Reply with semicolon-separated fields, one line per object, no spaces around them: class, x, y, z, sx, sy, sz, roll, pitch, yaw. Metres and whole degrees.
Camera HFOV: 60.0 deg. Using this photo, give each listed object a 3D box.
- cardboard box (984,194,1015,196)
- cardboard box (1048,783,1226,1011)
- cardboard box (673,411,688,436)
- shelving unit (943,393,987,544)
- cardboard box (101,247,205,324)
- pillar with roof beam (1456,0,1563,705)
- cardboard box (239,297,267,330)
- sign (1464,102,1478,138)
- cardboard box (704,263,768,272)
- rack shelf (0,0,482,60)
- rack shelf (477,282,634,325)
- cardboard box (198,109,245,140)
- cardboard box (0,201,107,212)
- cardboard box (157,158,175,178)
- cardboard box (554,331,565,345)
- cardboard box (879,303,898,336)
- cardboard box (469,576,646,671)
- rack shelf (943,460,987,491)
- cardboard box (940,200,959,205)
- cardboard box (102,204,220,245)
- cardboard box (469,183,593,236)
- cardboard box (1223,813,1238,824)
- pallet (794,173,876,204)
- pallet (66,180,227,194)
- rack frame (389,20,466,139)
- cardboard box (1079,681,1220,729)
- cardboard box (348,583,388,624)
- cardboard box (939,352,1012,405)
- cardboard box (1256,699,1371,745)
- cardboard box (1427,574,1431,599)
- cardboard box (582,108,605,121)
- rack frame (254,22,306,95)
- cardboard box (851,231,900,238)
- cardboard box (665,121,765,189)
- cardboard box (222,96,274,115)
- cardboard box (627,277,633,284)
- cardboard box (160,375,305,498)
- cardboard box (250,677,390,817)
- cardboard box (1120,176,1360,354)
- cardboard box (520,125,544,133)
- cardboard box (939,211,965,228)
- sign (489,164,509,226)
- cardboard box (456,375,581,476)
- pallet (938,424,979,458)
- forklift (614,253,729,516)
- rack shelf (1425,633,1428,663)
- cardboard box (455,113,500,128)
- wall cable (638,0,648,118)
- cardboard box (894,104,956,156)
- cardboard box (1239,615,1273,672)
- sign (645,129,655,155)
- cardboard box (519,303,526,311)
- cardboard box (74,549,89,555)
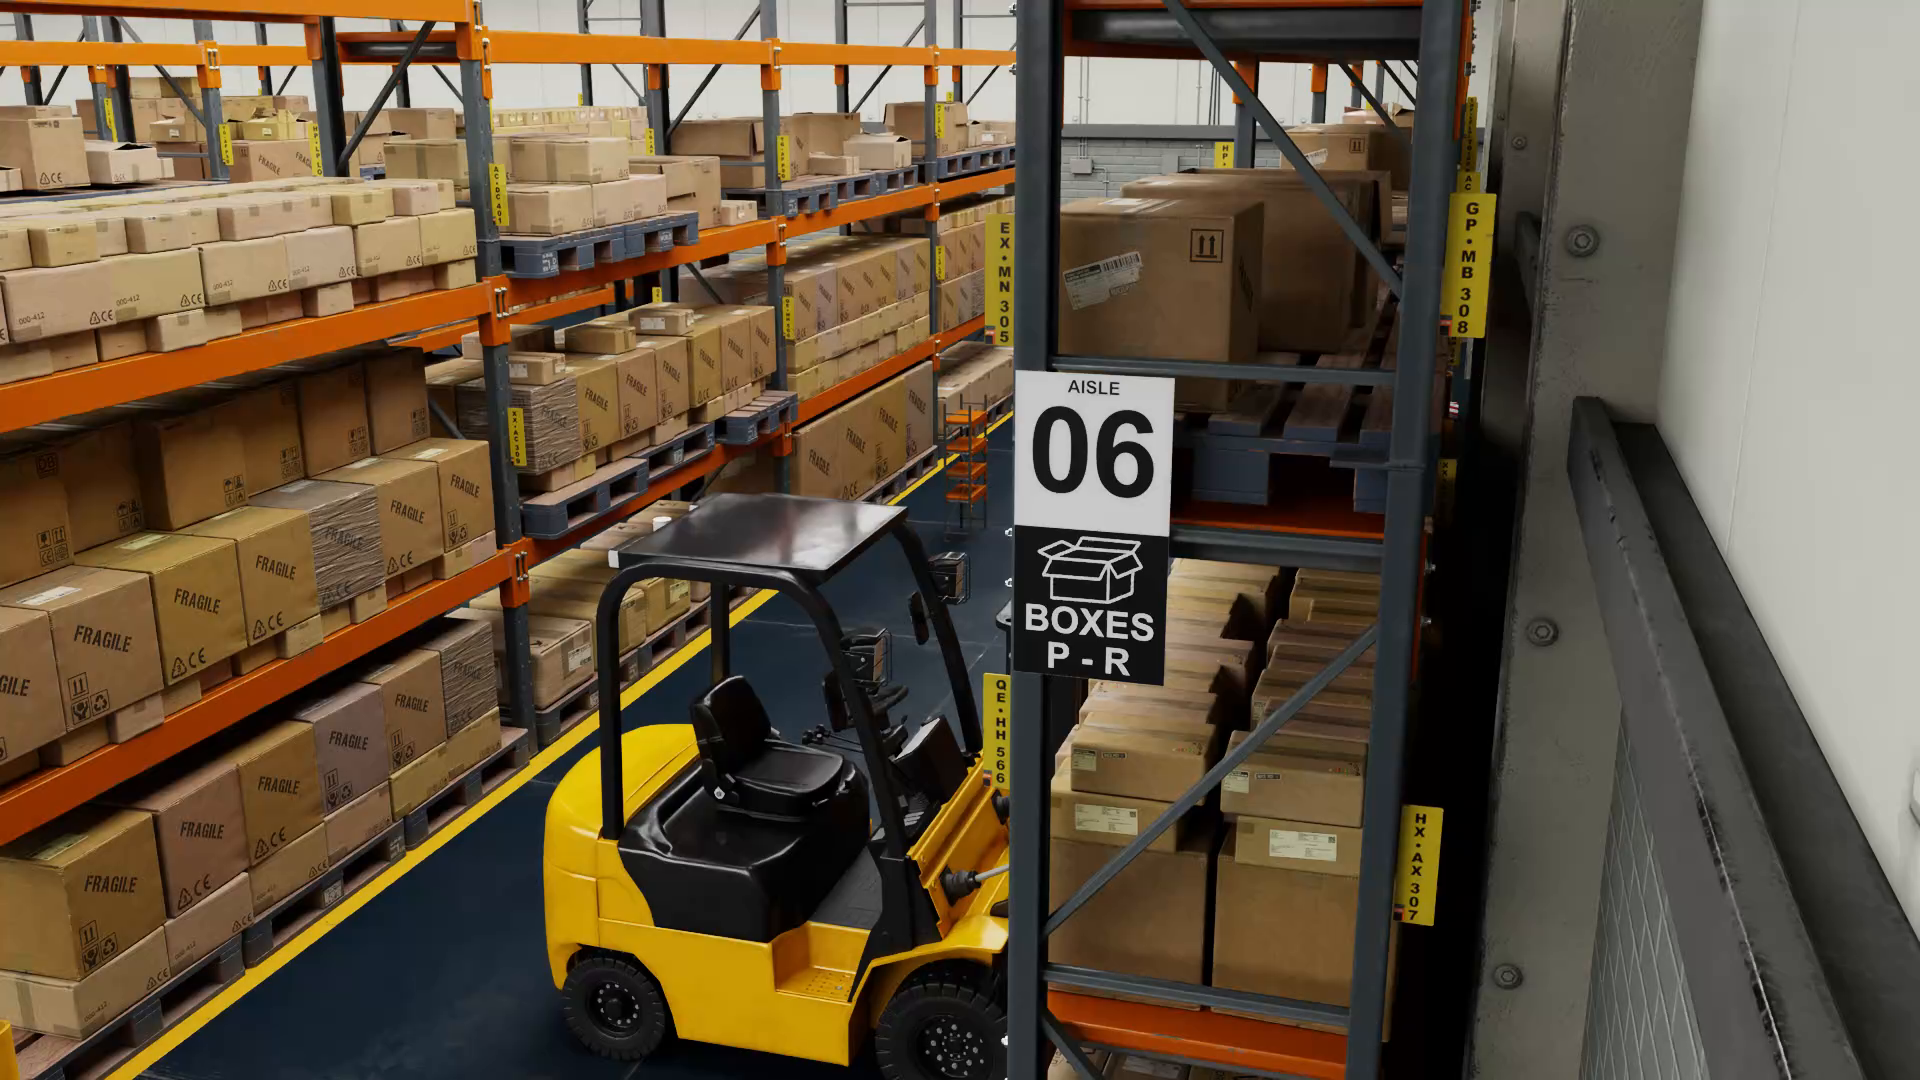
cardboard box;0.504;-4.070;19.977;0.380;0.149;0.250;5;17;17
cardboard box;0.515;1.035;5.002;0.500;0.500;0.500;4;16;15
cardboard box;-2.092;-0.811;11.382;0.380;0.149;0.250;4;16;14
shelving unit;0.047;-0.621;14.318;0.258;1.200;0.503;5;16;16
cardboard box;-3.459;-1.045;6.750;0.500;0.250;0.500;5;17;18
pillar with roof beam;-0.733;-3.670;10.778;9.100;9.000;0.400;5;16;16
cardboard box;-3.324;-1.018;7.384;0.380;0.149;0.250;4;16;15
sign;4.570;-3.747;14.876;0.100;0.325;0.005;5;16;16
cardboard box;-1.826;-2.065;14.096;0.500;0.500;0.500;5;17;17
rack shelf;-3.565;-2.214;6.968;1.077;0.370;4.000;5;16;16
rack shelf;-4.929;-2.826;20.115;1.077;0.370;4.000;5;16;16
cardboard box;-6.637;-3.723;14.876;0.396;0.266;0.258;5;16;16
cardboard box;-3.916;-1.373;7.176;0.380;0.149;0.250;5;17;17
cardboard box;-6.593;-3.010;13.422;0.380;0.166;0.250;5;16;16
cardboard box;-2.645;-1.132;11.326;0.500;0.500;0.500;4;16;14
cardboard box;-0.891;-2.059;15.449;0.500;0.250;0.500;5;17;17
cardboard box;-2.649;0.538;10.983;0.950;0.372;0.625;6;17;19
rack shelf;0.047;-0.556;14.337;0.258;0.148;0.480;5;16;16
cardboard box;-0.224;-3.832;19.137;0.380;0.149;0.250;5;17;16
cardboard box;-3.374;-1.331;7.027;0.380;0.149;0.250;5;17;17
cardboard box;-2.446;-1.893;9.516;0.500;0.250;0.500;4;16;14
cardboard box;0.981;0.733;4.875;0.380;0.149;0.250;5;16;16
pallet;-1.413;-3.063;14.480;1.003;0.211;1.213;5;17;18
pallet;-6.766;-2.782;13.491;1.213;0.211;1.003;5;17;18
rack frame;-5.498;-5.535;17.353;1.000;3.000;0.127;5;16;16
cardboard box;0.567;0.551;4.971;0.380;0.149;0.250;5;16;16
cardboard box;-3.081;0.296;8.249;0.380;0.149;0.250;4;16;15
cardboard box;0.070;-1.887;19.411;0.875;0.438;0.875;5;17;17
cardboard box;1.063;0.592;4.826;0.380;0.149;0.250;5;17;18
cardboard box;2.167;0.148;8.584;0.500;0.250;0.500;5;17;17
cardboard box;-4.511;-5.126;20.035;0.380;0.149;0.250;4;16;15
rack frame;-9.087;-6.993;22.492;1.000;3.000;0.127;5;16;16
cardboard box;-0.854;-2.966;17.273;0.500;0.500;0.500;4;16;15
cardboard box;-1.897;-3.050;13.131;0.797;0.503;0.637;4;16;12
cardboard box;-9.459;-5.570;21.837;0.700;0.500;0.500;4;16;14
cardboard box;-4.346;-3.339;21.063;0.380;0.149;0.250;4;16;15
cardboard box;-3.664;-0.511;8.075;0.700;0.500;0.500;4;16;15
cardboard box;-3.194;1.004;8.189;0.500;0.500;0.500;6;17;19
cardboard box;0.906;-0.904;5.388;0.700;0.500;0.500;5;17;16
cardboard box;-4.984;-4.498;18.552;0.500;0.250;0.500;5;16;16
cardboard box;-0.165;-3.394;17.594;0.380;0.149;0.250;5;16;15
sign;-2.474;-1.850;8.912;0.100;0.325;0.005;5;16;16
cardboard box;-2.588;-0.692;9.775;0.500;0.500;0.500;5;17;17
pallet;-0.432;-1.143;17.972;1.003;0.211;1.213;5;16;16
forklift;-2.778;-1.819;15.372;1.130;2.935;3.031;5;16;16
rack shelf;2.332;0.008;10.122;1.077;0.370;4.000;5;16;16
cardboard box;-5.183;-4.510;17.863;0.380;0.149;0.250;4;16;15
wall cable;-4.176;-9.753;26.326;2.277;5.999;0.120;5;16;16
cardboard box;-0.354;-4.171;16.903;0.500;0.500;0.500;5;17;17
cardboard box;0.955;0.363;6.179;0.380;0.149;0.250;5;16;16
sign;-2.389;-3.020;12.891;0.100;0.325;0.005;5;16;16
cardboard box;-5.101;-2.650;18.637;0.380;0.149;0.250;5;17;17
cardboard box;-3.951;0.232;7.286;0.500;0.500;0.500;5;16;16
